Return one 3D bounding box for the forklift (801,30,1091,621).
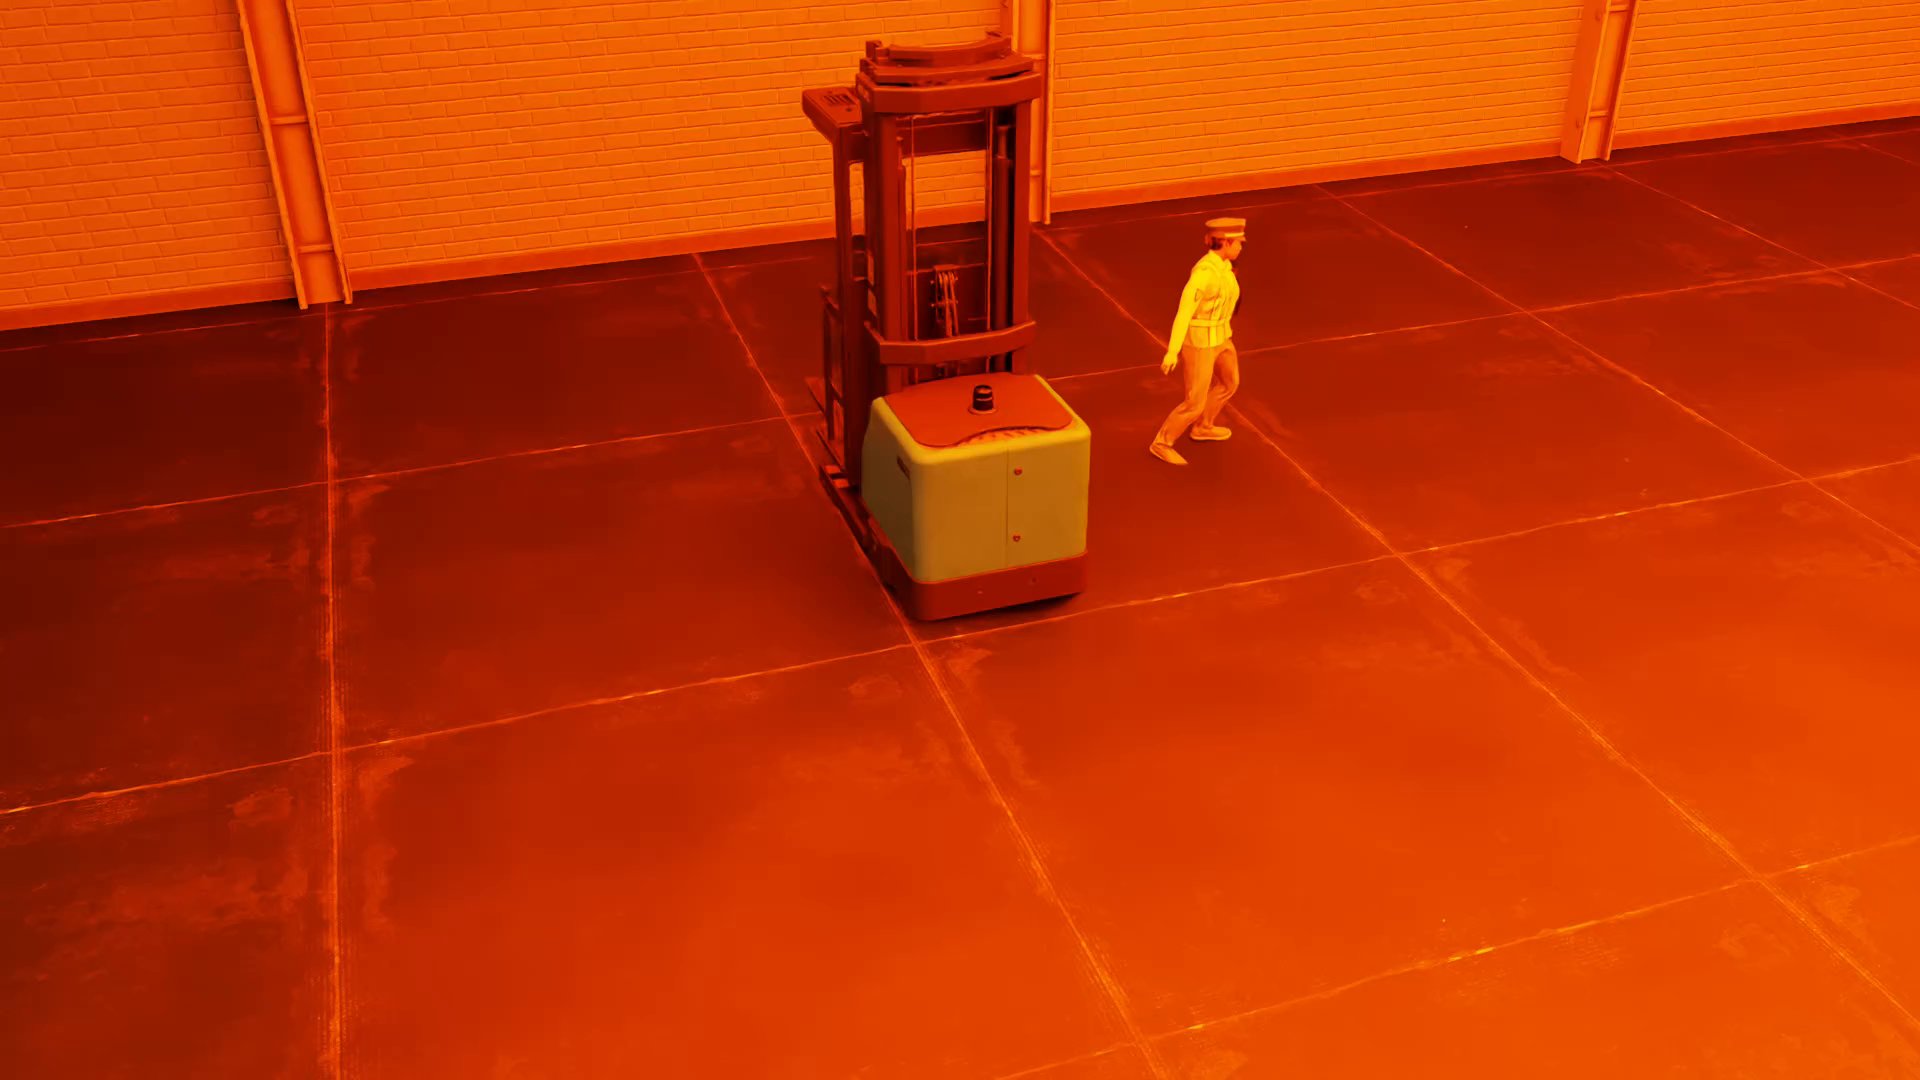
[{"bbox_3d":[-0.251,-1.549,9.780,1.130,2.935,3.031,-10,31,-17],"label":"forklift"}]

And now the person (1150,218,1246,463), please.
[{"bbox_3d":[1.518,-1.253,10.647,0.440,1.650,0.799,18,34,28],"label":"person"}]
